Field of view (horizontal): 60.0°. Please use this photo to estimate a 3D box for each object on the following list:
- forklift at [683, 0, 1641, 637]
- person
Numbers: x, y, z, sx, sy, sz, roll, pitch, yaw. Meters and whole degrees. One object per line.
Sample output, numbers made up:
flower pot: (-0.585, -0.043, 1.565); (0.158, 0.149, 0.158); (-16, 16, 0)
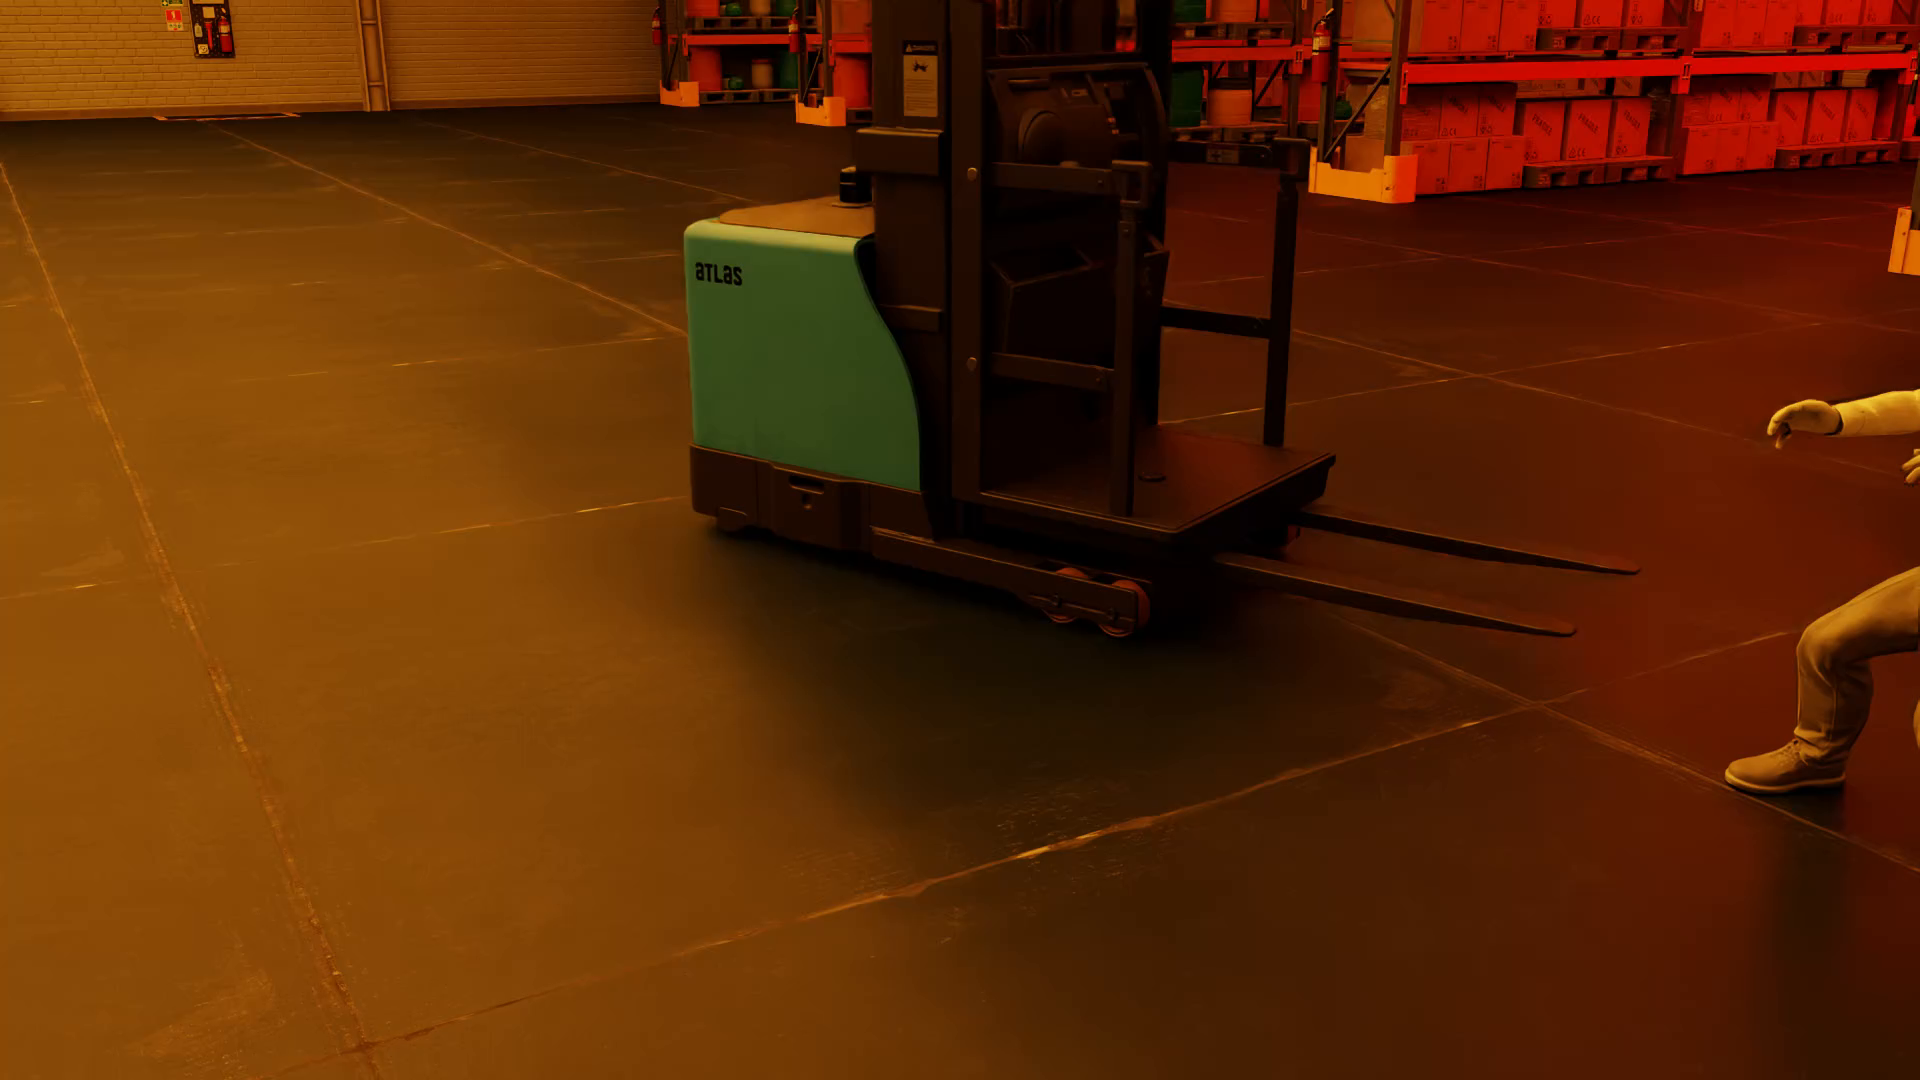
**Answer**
forklift: (0.542, -1.294, 4.997); (3.031, 2.935, 1.130); (13, 22, 34)
person: (1.974, 0.034, 3.299); (0.678, 1.443, 1.045); (4, 18, 12)
